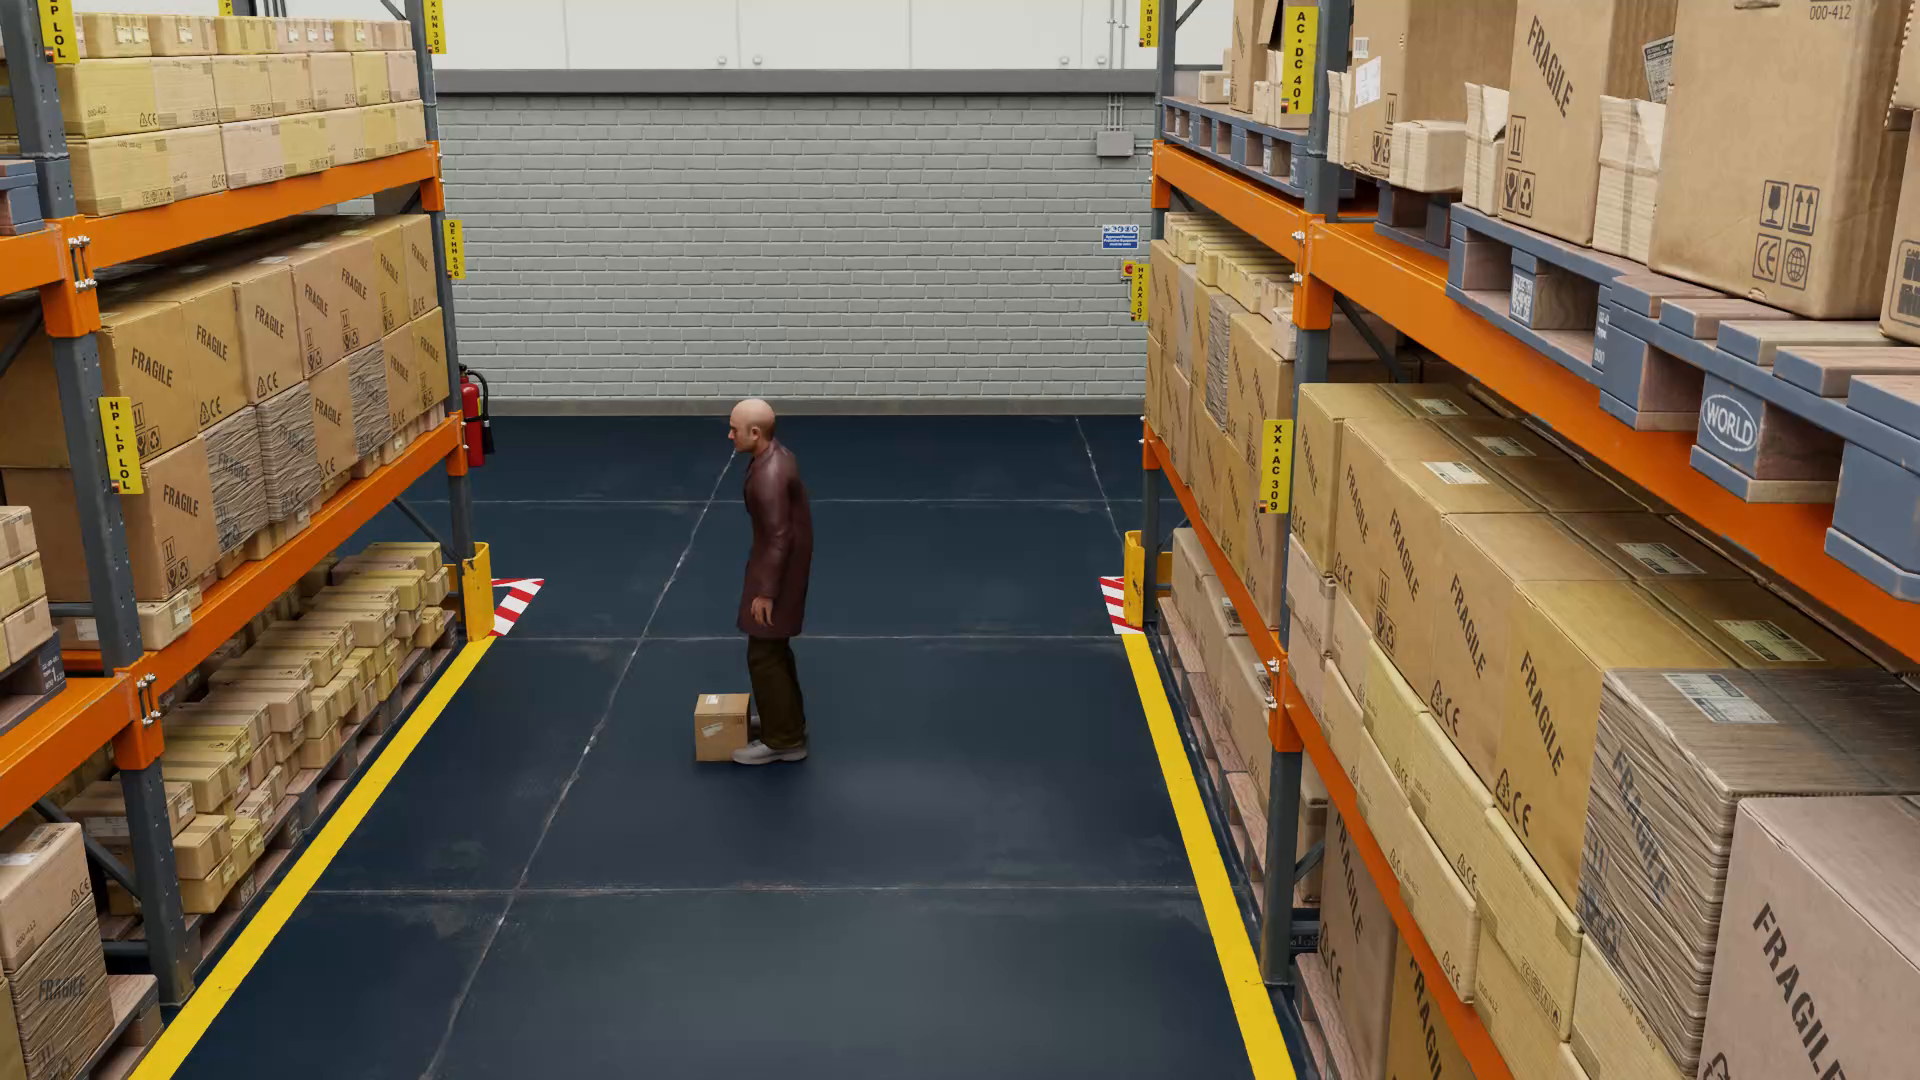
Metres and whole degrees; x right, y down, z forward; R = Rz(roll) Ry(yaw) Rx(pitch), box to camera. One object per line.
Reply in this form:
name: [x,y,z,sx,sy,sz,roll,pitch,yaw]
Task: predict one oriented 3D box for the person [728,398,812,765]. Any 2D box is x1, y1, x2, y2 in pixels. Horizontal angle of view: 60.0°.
person: [-0.912,0.191,7.937,0.422,1.774,0.654,-1,17,-4]
